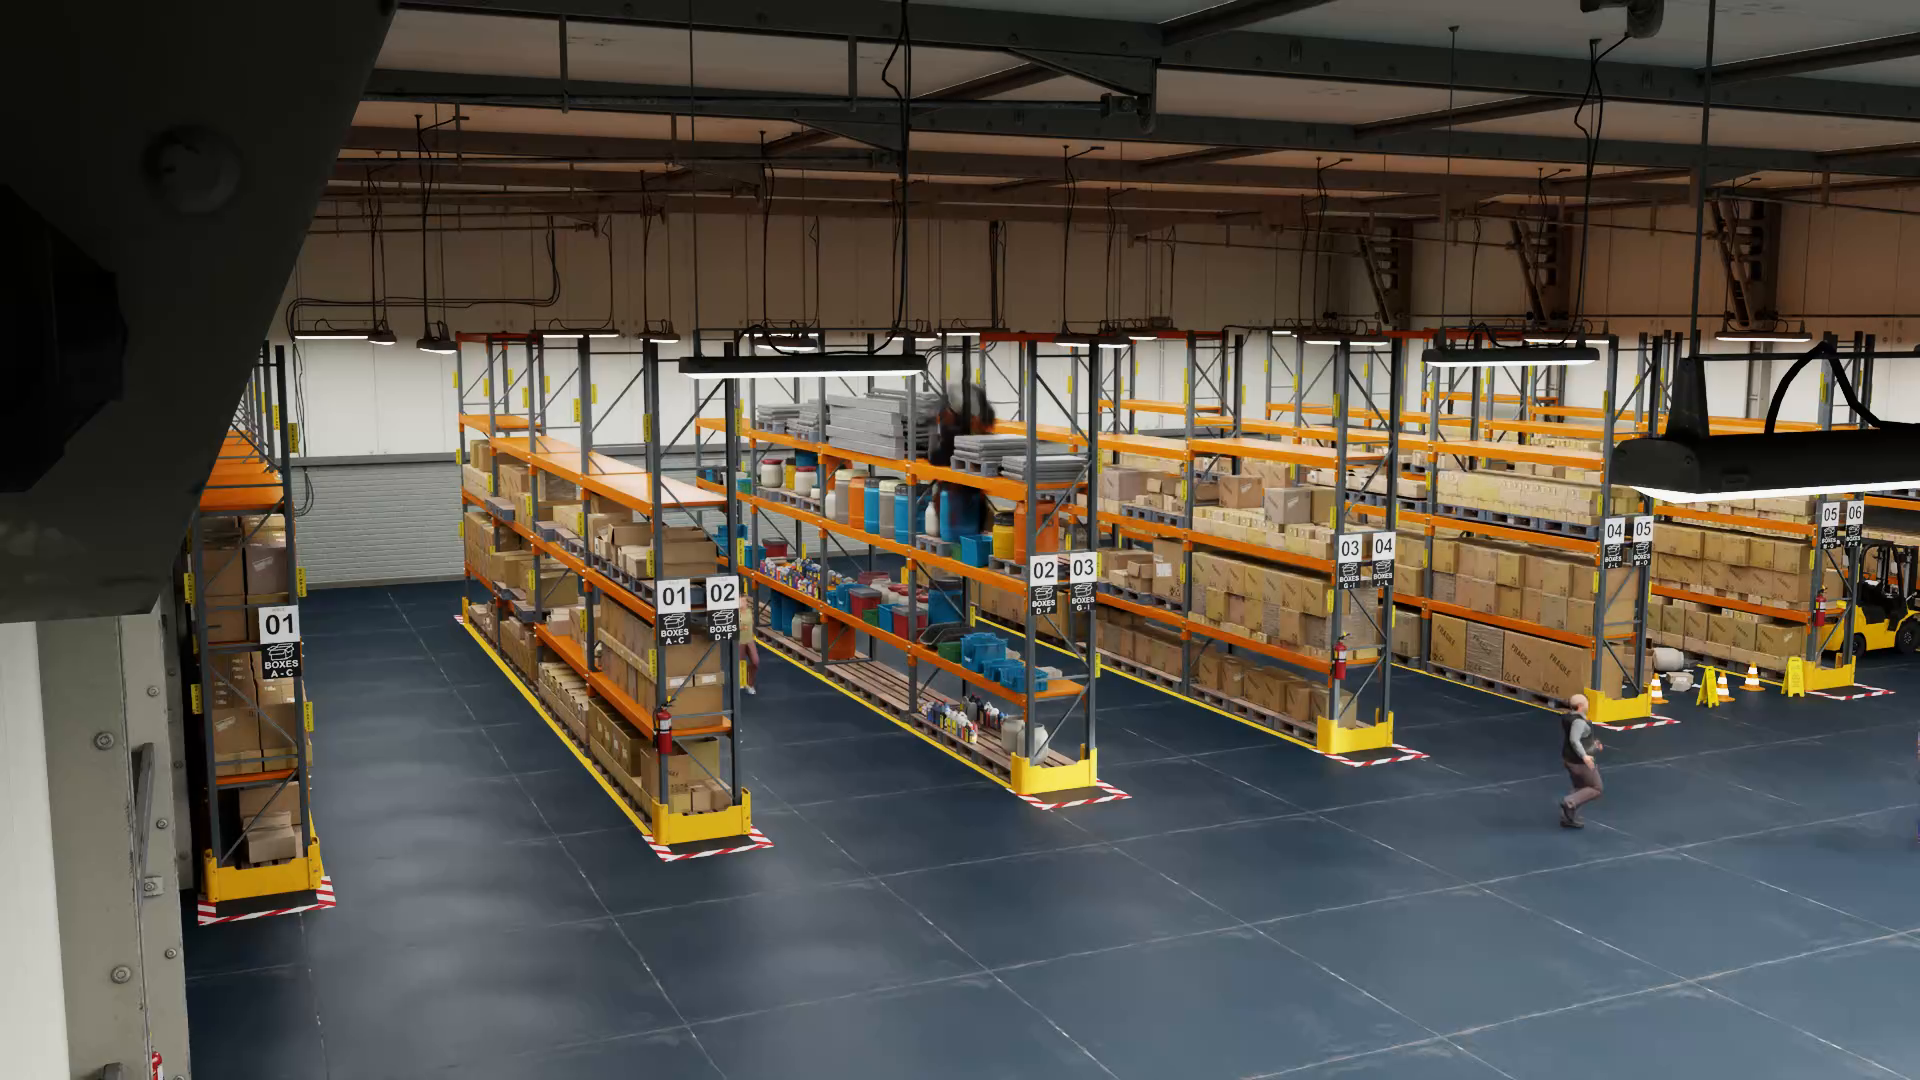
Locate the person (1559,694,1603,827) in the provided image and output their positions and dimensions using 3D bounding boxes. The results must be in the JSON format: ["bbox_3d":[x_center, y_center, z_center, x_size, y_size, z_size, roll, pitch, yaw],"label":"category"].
[{"bbox_3d":[7.695,2.736,20.582,0.569,1.678,0.652,0,8,-1],"label":"person"}]

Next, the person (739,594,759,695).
[{"bbox_3d":[-3.634,1.752,27.911,0.558,1.705,0.670,-5,9,-35],"label":"person"}]

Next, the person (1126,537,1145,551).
[{"bbox_3d":[4.457,-0.201,42.432,0.756,1.696,0.586,-3,8,-23],"label":"person"}]
